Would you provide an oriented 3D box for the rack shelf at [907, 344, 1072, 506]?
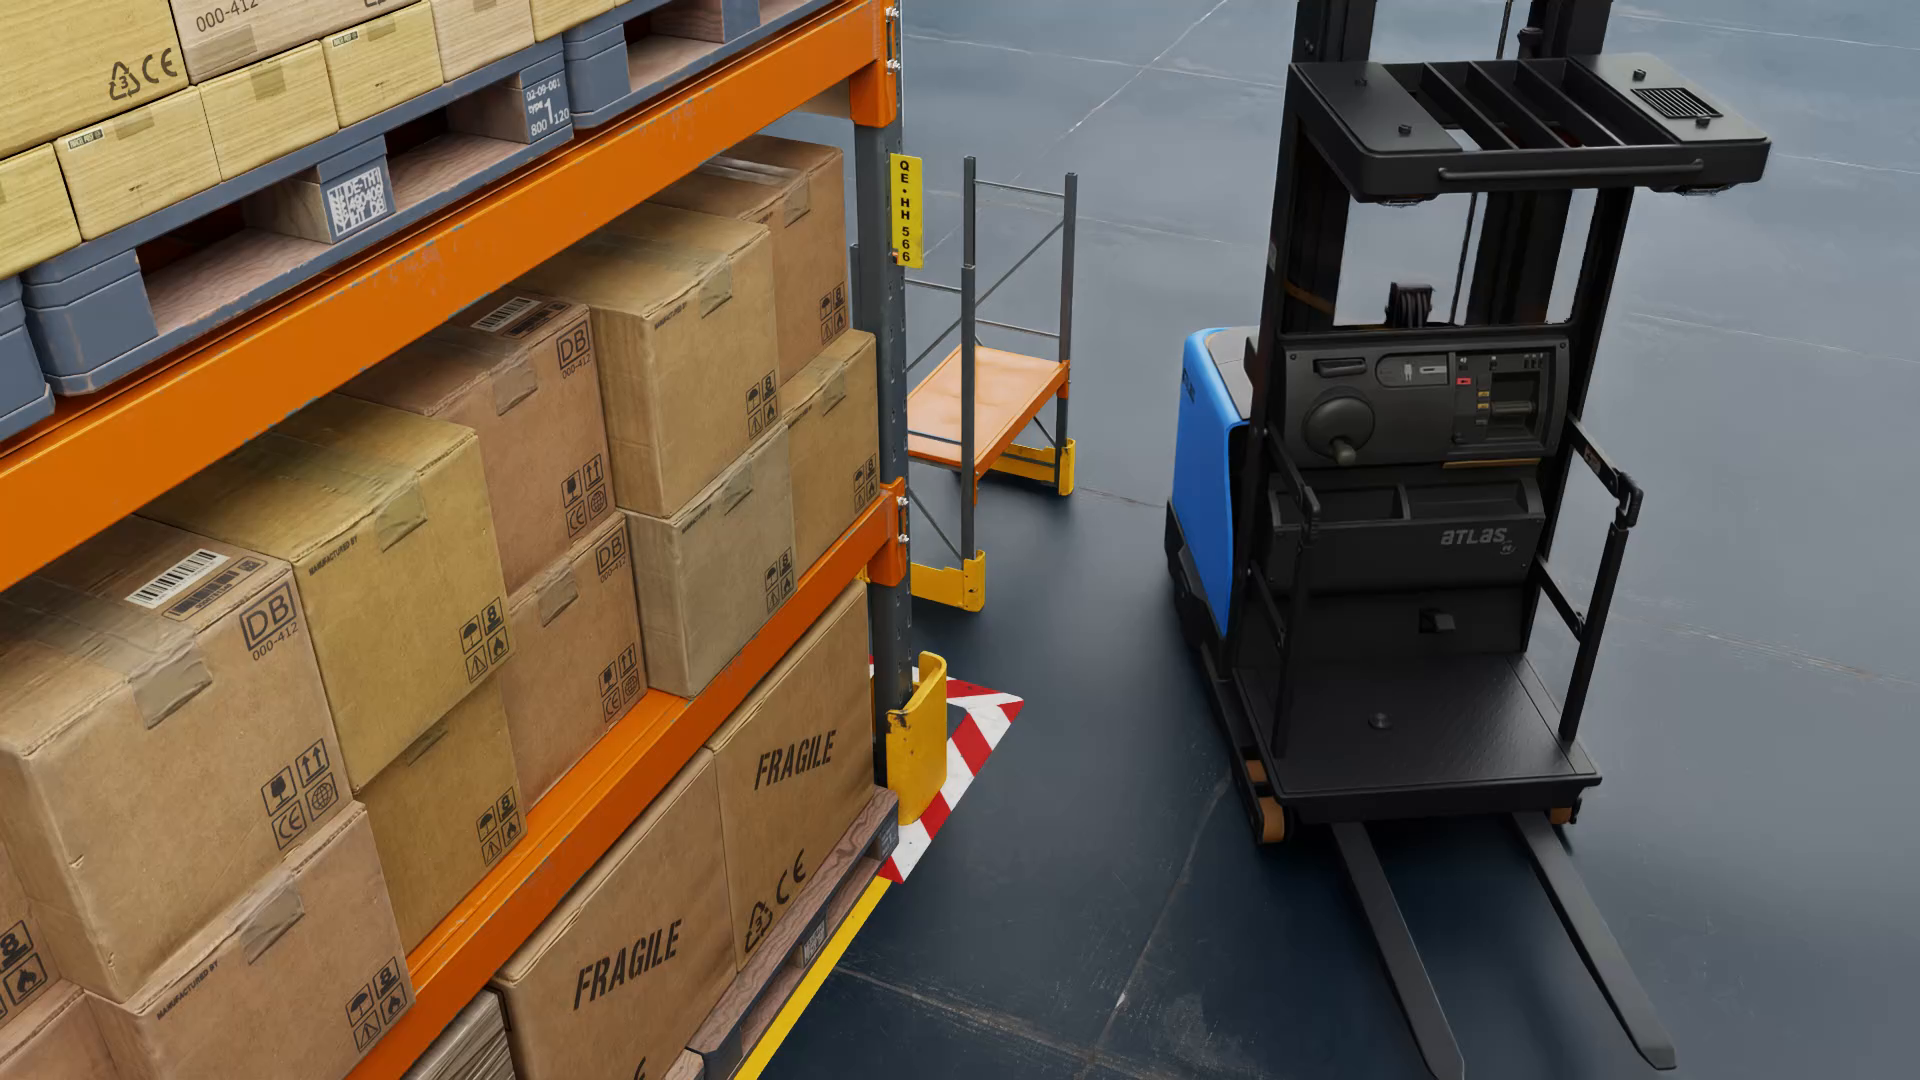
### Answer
[{"bbox_3d":[0.036,-0.519,7.002,0.538,0.185,1.000,14,36,20],"label":"rack shelf"}]

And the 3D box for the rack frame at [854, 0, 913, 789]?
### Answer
[{"bbox_3d":[-0.638,-0.463,5.220,1.000,3.000,0.127,14,36,20],"label":"rack frame"}]

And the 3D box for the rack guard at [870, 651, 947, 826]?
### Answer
[{"bbox_3d":[-0.628,0.571,5.924,1.175,0.500,0.348,14,36,20],"label":"rack guard"}]

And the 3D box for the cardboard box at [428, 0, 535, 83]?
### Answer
[{"bbox_3d":[-1.001,-0.954,2.988,0.380,0.149,0.250,14,36,21],"label":"cardboard box"}]

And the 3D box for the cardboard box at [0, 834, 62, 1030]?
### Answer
[{"bbox_3d":[-2.001,0.539,2.571,0.875,0.550,0.550,14,36,20],"label":"cardboard box"}]

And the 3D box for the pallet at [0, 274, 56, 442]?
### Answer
[{"bbox_3d":[-1.960,-0.093,2.002,1.003,0.211,1.213,14,36,20],"label":"pallet"}]

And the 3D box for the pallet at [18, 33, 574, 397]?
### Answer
[{"bbox_3d":[-1.448,-0.698,2.925,1.003,0.211,1.213,14,36,20],"label":"pallet"}]

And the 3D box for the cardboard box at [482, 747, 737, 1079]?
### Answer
[{"bbox_3d":[-1.228,1.042,4.481,0.875,0.875,0.875,14,36,20],"label":"cardboard box"}]

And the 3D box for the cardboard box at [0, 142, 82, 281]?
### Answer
[{"bbox_3d":[-1.426,-0.448,2.217,0.380,0.149,0.250,14,36,20],"label":"cardboard box"}]

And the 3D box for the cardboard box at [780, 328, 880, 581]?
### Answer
[{"bbox_3d":[-0.752,-0.330,4.881,0.875,0.550,0.550,14,36,20],"label":"cardboard box"}]

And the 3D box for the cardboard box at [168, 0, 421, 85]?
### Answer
[{"bbox_3d":[-1.221,-0.939,2.602,0.500,0.250,0.500,15,36,21],"label":"cardboard box"}]

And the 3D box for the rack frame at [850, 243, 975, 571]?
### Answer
[{"bbox_3d":[-0.177,-0.416,6.517,0.500,1.500,0.032,14,36,20],"label":"rack frame"}]

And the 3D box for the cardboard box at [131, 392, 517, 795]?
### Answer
[{"bbox_3d":[-1.436,0.035,3.339,0.875,0.550,0.500,14,36,20],"label":"cardboard box"}]

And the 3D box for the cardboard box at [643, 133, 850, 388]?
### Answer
[{"bbox_3d":[-0.828,-0.801,4.615,0.875,0.550,0.550,14,36,20],"label":"cardboard box"}]

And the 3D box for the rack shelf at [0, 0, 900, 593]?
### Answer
[{"bbox_3d":[-1.475,-0.420,3.076,1.077,0.370,4.000,14,36,20],"label":"rack shelf"}]

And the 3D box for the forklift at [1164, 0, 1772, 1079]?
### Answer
[{"bbox_3d":[1.519,-0.386,5.165,1.130,2.935,3.031,-3,33,-4],"label":"forklift"}]

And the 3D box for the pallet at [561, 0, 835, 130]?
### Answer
[{"bbox_3d":[-0.939,-1.308,3.855,1.003,0.211,1.213,14,36,20],"label":"pallet"}]

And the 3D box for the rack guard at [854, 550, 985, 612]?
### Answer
[{"bbox_3d":[-0.176,0.106,6.861,0.587,0.250,0.087,14,36,20],"label":"rack guard"}]

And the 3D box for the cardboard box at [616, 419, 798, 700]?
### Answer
[{"bbox_3d":[-0.962,-0.051,4.456,0.875,0.550,0.550,14,36,20],"label":"cardboard box"}]

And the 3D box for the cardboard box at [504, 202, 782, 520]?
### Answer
[{"bbox_3d":[-0.975,-0.506,4.165,0.875,0.550,0.550,14,36,20],"label":"cardboard box"}]

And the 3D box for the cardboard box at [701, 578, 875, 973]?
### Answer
[{"bbox_3d":[-0.862,0.603,5.150,0.875,0.875,0.875,14,36,21],"label":"cardboard box"}]

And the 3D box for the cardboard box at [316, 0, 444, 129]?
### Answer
[{"bbox_3d":[-1.108,-0.827,2.795,0.380,0.149,0.250,15,36,21],"label":"cardboard box"}]

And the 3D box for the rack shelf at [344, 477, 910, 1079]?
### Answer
[{"bbox_3d":[-1.475,0.834,3.898,1.077,0.370,4.000,14,36,20],"label":"rack shelf"}]

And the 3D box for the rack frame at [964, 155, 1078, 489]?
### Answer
[{"bbox_3d":[0.248,-0.923,7.290,0.500,1.500,0.032,14,36,20],"label":"rack frame"}]

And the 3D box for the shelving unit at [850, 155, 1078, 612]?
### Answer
[{"bbox_3d":[0.032,-0.665,6.897,0.587,1.500,1.083,14,36,20],"label":"shelving unit"}]

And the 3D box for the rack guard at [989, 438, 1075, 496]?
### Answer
[{"bbox_3d":[0.240,-0.391,7.618,0.587,0.250,0.087,14,36,20],"label":"rack guard"}]

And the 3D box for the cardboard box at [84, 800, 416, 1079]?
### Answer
[{"bbox_3d":[-1.626,0.759,3.220,0.875,0.550,0.550,14,36,20],"label":"cardboard box"}]

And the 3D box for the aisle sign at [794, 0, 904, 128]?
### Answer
[{"bbox_3d":[-0.336,-1.516,4.456,0.394,0.787,0.004,14,36,20],"label":"aisle sign"}]

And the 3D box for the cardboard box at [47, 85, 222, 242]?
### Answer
[{"bbox_3d":[-1.319,-0.575,2.411,0.380,0.149,0.250,14,36,21],"label":"cardboard box"}]

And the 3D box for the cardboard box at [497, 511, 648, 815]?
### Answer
[{"bbox_3d":[-1.311,0.199,4.075,0.875,0.550,0.550,14,36,20],"label":"cardboard box"}]

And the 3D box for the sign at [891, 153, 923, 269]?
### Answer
[{"bbox_3d":[-0.151,-0.915,4.637,0.100,0.325,0.005,14,36,20],"label":"sign"}]

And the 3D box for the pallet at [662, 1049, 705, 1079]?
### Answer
[{"bbox_3d":[-1.413,1.725,4.427,1.003,0.211,1.213,14,36,20],"label":"pallet"}]

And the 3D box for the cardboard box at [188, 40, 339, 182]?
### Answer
[{"bbox_3d":[-1.214,-0.698,2.599,0.380,0.149,0.250,15,36,21],"label":"cardboard box"}]

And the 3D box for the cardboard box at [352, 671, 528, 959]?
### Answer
[{"bbox_3d":[-1.495,0.472,3.658,0.875,0.550,0.500,14,36,20],"label":"cardboard box"}]

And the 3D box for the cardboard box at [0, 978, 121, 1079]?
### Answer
[{"bbox_3d":[-1.958,1.001,2.851,0.875,0.550,0.550,14,36,20],"label":"cardboard box"}]

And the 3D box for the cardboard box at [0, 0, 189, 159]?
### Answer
[{"bbox_3d":[-1.432,-0.686,2.217,0.500,0.250,0.500,14,36,20],"label":"cardboard box"}]

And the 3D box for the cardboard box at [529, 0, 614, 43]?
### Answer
[{"bbox_3d":[-0.895,-1.079,3.180,0.380,0.149,0.250,14,36,20],"label":"cardboard box"}]

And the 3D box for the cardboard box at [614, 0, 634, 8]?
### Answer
[{"bbox_3d":[-0.789,-1.207,3.375,0.380,0.149,0.250,15,36,21],"label":"cardboard box"}]

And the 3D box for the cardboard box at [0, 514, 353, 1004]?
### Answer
[{"bbox_3d":[-1.651,0.301,2.934,0.875,0.550,0.550,14,36,20],"label":"cardboard box"}]

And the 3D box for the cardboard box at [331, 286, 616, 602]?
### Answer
[{"bbox_3d":[-1.332,-0.258,3.787,0.875,0.550,0.550,14,36,20],"label":"cardboard box"}]

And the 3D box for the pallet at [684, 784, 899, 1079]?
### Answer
[{"bbox_3d":[-0.901,1.120,5.350,1.003,0.211,1.213,14,36,20],"label":"pallet"}]

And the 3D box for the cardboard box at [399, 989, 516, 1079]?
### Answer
[{"bbox_3d":[-1.611,1.495,3.789,0.875,0.875,0.875,14,36,21],"label":"cardboard box"}]
